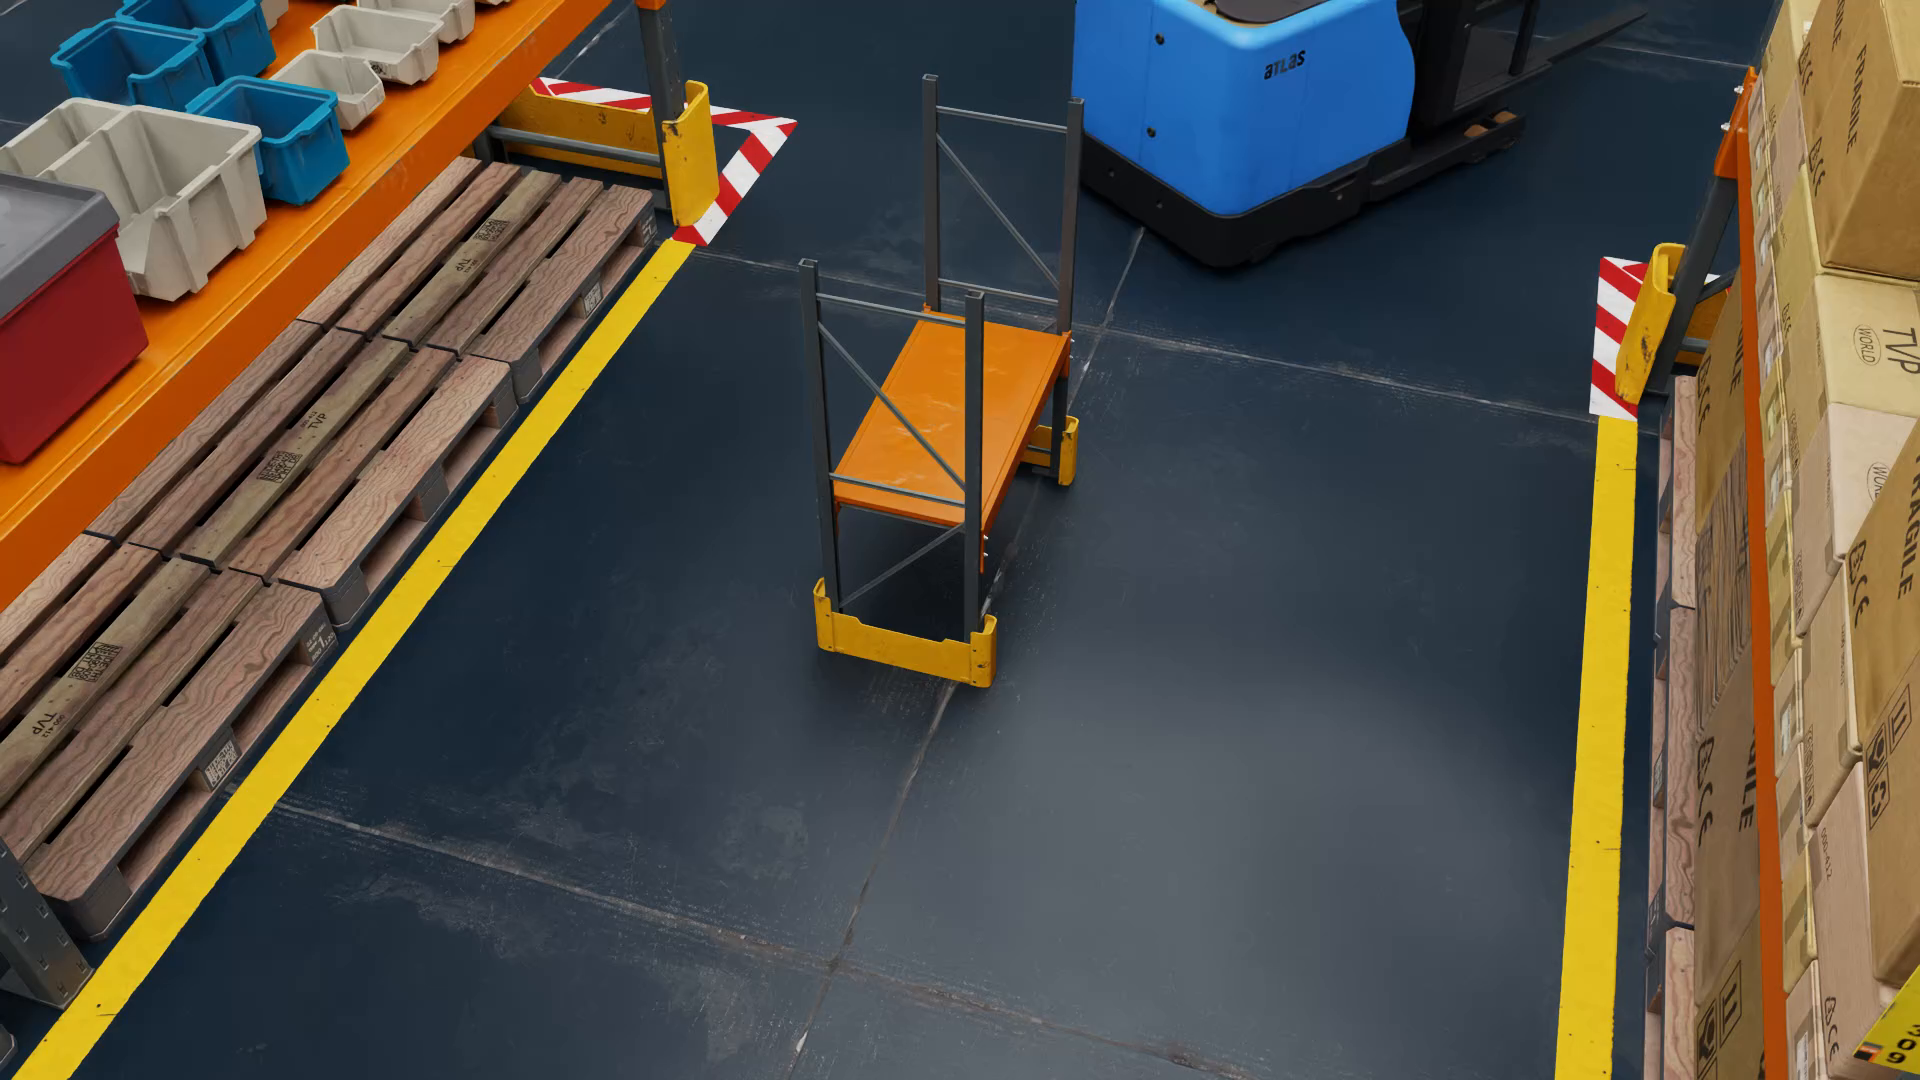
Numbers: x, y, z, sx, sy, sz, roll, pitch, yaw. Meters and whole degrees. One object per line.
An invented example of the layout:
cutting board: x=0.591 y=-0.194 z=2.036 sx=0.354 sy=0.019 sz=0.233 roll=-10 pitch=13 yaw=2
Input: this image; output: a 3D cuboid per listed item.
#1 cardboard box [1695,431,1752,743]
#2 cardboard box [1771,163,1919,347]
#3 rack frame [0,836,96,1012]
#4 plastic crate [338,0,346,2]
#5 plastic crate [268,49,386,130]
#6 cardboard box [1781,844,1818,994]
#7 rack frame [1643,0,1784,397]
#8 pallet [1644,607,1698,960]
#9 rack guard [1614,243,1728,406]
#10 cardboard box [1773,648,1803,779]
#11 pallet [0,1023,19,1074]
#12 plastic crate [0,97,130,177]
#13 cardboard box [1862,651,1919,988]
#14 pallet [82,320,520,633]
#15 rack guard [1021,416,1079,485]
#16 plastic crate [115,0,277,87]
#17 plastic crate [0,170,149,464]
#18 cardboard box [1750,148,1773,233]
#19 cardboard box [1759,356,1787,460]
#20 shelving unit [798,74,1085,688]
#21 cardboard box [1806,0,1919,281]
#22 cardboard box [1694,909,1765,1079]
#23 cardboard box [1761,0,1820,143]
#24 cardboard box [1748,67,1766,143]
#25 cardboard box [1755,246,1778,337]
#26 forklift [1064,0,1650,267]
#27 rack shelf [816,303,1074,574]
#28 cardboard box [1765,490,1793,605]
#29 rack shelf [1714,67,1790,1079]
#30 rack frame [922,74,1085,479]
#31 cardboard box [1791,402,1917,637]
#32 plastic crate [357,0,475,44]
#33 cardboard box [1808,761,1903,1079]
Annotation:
cardboard box: x=2.683 y=0.086 z=4.736 sx=0.875 sy=0.875 sz=0.875 roll=13 pitch=46 yaw=13
cardboard box: x=2.367 y=-0.681 z=4.196 sx=0.500 sy=0.250 sz=0.500 roll=11 pitch=45 yaw=11
rack frame: x=-2.855 y=0.044 z=3.560 sx=1.000 sy=3.000 sz=0.127 roll=13 pitch=46 yaw=13
plastic crate: x=-2.232 y=-2.050 z=5.777 sx=0.416 sy=0.233 sz=0.300 roll=13 pitch=46 yaw=13
plastic crate: x=-1.953 y=-1.385 z=5.166 sx=0.298 sy=0.136 sz=0.250 roll=13 pitch=46 yaw=13
cardboard box: x=1.723 y=0.738 z=3.030 sx=0.380 sy=0.149 sz=0.250 roll=13 pitch=46 yaw=13
rack frame: x=3.076 y=-1.573 z=5.213 sx=1.000 sy=3.000 sz=0.127 roll=13 pitch=46 yaw=13
pallet: x=2.538 y=0.784 z=4.798 sx=1.003 sy=0.211 sz=1.213 roll=13 pitch=46 yaw=12
rack guard: x=3.084 y=-0.696 z=6.103 sx=1.175 sy=0.500 sz=0.348 roll=13 pitch=46 yaw=13
cardboard box: x=1.879 y=0.396 z=3.380 sx=0.380 sy=0.149 sz=0.250 roll=13 pitch=46 yaw=13
pallet: x=-3.129 y=1.546 z=4.019 sx=1.003 sy=0.211 sz=1.213 roll=13 pitch=46 yaw=13
plastic crate: x=-2.614 y=-1.107 z=4.883 sx=0.293 sy=0.136 sz=0.466 roll=13 pitch=46 yaw=13
cardboard box: x=1.749 y=0.410 z=2.545 sx=0.500 sy=0.500 sz=0.500 roll=14 pitch=46 yaw=14
pallet: x=-2.302 y=-0.273 z=5.878 sx=1.003 sy=0.211 sz=1.213 roll=13 pitch=46 yaw=13
rack guard: x=0.128 y=-0.370 z=5.950 sx=0.587 sy=0.250 sz=0.087 roll=13 pitch=46 yaw=13
plastic crate: x=-2.431 y=-1.611 z=5.329 sx=0.416 sy=0.233 sz=0.300 roll=13 pitch=46 yaw=13
plastic crate: x=-2.346 y=-0.542 z=4.071 sx=0.402 sy=0.464 sz=0.583 roll=13 pitch=46 yaw=13
cardboard box: x=2.501 y=-0.974 z=4.781 sx=0.380 sy=0.149 sz=0.250 roll=12 pitch=46 yaw=12
cardboard box: x=2.190 y=-0.291 z=4.082 sx=0.380 sy=0.149 sz=0.250 roll=11 pitch=46 yaw=11
shelving unit: x=-0.023 y=-0.485 z=5.174 sx=0.587 sy=1.500 sz=1.083 roll=13 pitch=46 yaw=13
cardboard box: x=2.371 y=-0.951 z=3.936 sx=0.500 sy=0.500 sz=0.500 roll=11 pitch=46 yaw=11
cardboard box: x=2.141 y=1.280 z=3.517 sx=0.875 sy=0.875 sz=0.875 roll=13 pitch=46 yaw=13
cardboard box: x=2.674 y=-1.363 z=4.893 sx=0.500 sy=0.250 sz=0.500 roll=11 pitch=46 yaw=11
cardboard box: x=2.654 y=-1.316 z=5.130 sx=0.380 sy=0.149 sz=0.250 roll=13 pitch=46 yaw=13
cardboard box: x=2.345 y=-0.631 z=4.430 sx=0.380 sy=0.149 sz=0.250 roll=12 pitch=46 yaw=12
forklift: x=1.940 y=-3.010 z=6.730 sx=3.031 sy=2.935 sz=1.130 roll=-28 pitch=51 yaw=-26
rack shelf: x=-0.026 y=-0.351 z=5.293 sx=0.538 sy=0.185 sz=1.000 roll=13 pitch=46 yaw=13
cardboard box: x=2.034 y=0.054 z=3.730 sx=0.380 sy=0.149 sz=0.250 roll=12 pitch=46 yaw=12
rack shelf: x=2.471 y=0.017 z=4.102 sx=1.077 sy=0.370 sz=4.000 roll=13 pitch=46 yaw=13
rack frame: x=0.128 y=-0.818 z=5.514 sx=0.500 sy=1.500 sz=0.032 roll=13 pitch=46 yaw=13
cardboard box: x=2.057 y=0.005 z=3.495 sx=0.500 sy=0.250 sz=0.500 roll=13 pitch=46 yaw=13
plastic crate: x=-1.820 y=-1.777 z=5.567 sx=0.396 sy=0.136 sz=0.243 roll=13 pitch=46 yaw=13
cardboard box: x=1.749 y=0.691 z=2.794 sx=0.500 sy=0.250 sz=0.500 roll=12 pitch=46 yaw=12
